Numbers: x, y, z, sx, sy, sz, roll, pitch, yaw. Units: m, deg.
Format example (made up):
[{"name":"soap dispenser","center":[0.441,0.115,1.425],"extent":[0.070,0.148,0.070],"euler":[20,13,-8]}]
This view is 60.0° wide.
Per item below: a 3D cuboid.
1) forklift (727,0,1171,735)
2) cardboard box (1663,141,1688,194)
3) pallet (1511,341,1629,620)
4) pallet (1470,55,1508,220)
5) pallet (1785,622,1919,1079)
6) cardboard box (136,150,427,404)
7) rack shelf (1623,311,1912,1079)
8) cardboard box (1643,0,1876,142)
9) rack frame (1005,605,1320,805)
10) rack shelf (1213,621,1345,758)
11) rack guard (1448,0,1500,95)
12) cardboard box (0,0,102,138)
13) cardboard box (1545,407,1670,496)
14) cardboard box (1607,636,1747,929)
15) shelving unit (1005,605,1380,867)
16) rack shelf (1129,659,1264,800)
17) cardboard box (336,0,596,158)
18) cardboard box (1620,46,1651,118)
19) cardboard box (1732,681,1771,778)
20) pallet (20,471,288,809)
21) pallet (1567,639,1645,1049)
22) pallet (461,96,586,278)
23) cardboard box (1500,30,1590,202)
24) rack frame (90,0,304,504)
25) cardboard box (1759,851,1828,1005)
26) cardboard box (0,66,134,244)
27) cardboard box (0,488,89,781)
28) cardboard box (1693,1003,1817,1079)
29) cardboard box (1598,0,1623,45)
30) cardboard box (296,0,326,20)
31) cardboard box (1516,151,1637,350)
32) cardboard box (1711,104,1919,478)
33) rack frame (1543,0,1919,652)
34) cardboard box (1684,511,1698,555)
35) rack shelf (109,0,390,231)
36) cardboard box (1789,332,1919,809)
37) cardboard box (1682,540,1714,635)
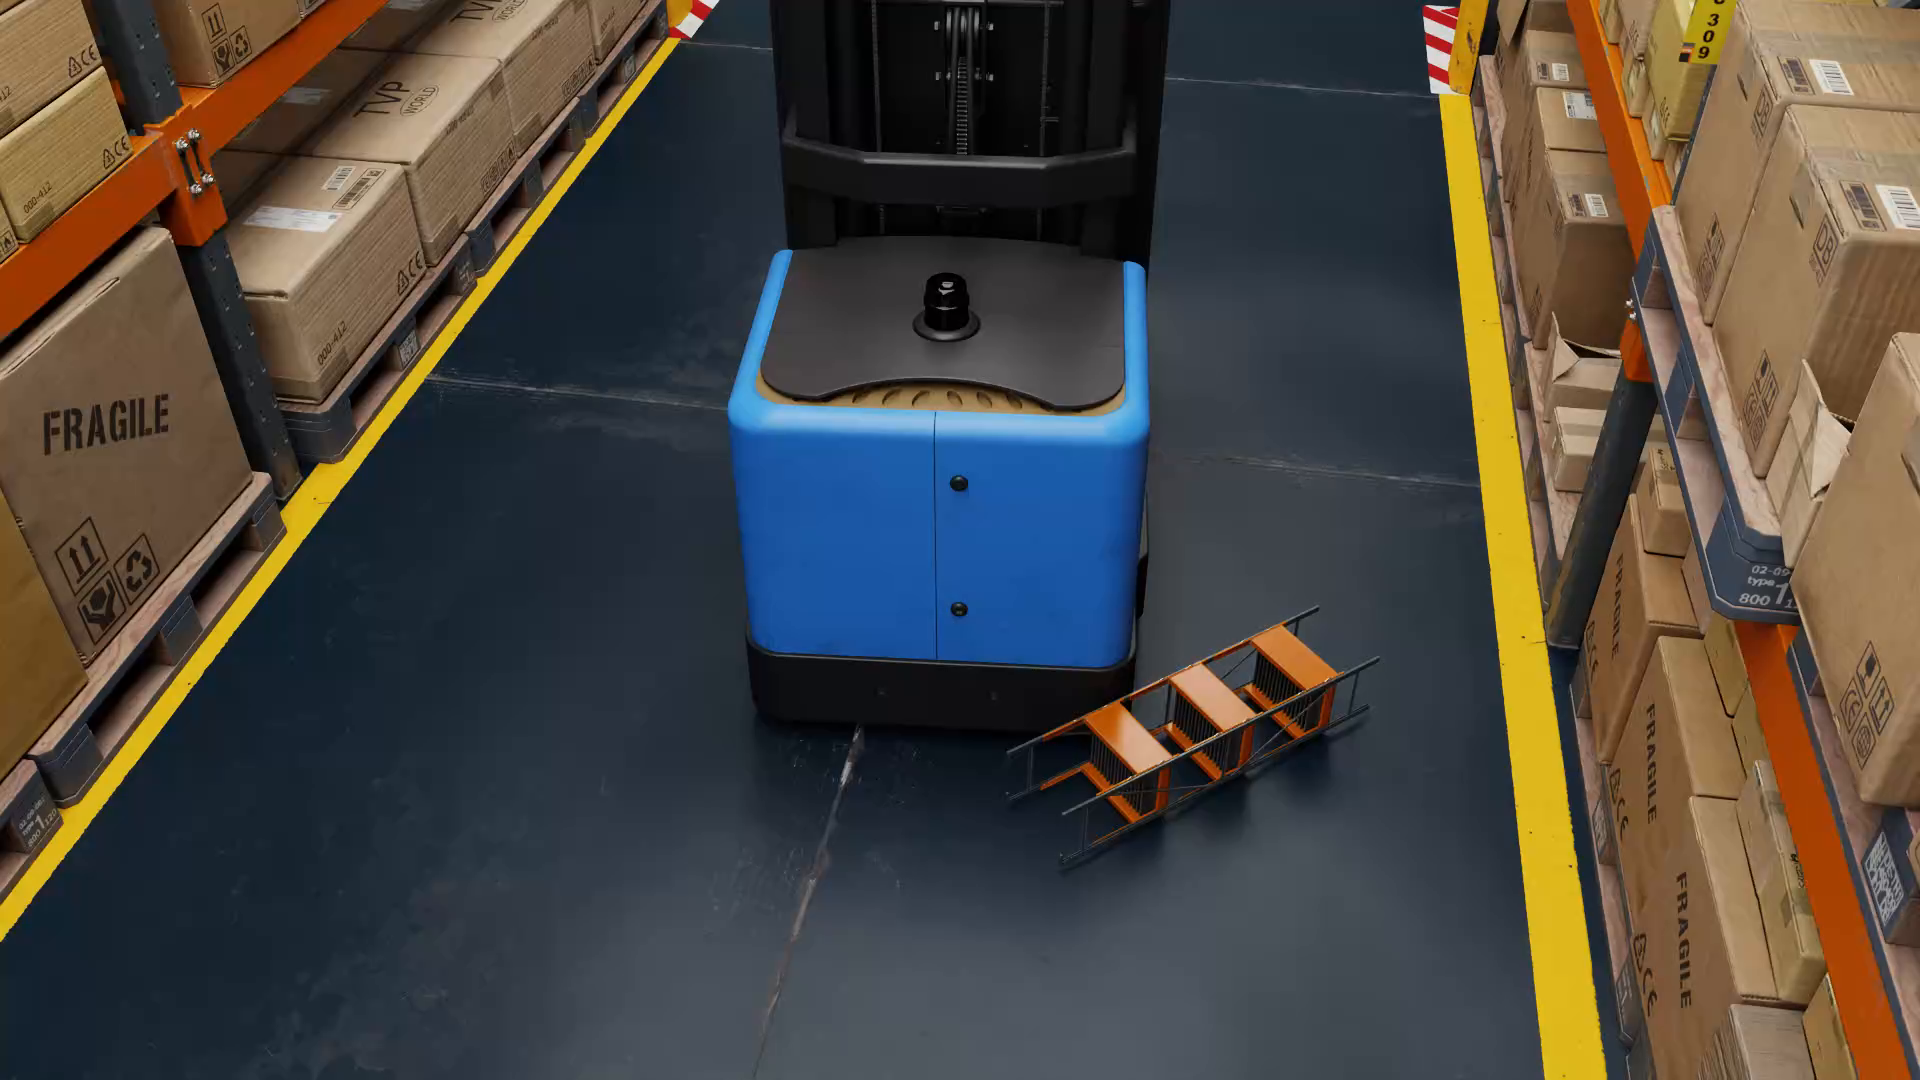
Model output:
[{"name":"forklift","center":[0.043,-1.527,4.797],"extent":[1.130,2.935,3.031],"euler":[3,40,3]},{"name":"cardboard box","center":[2.028,-0.954,4.247],"extent":[0.380,0.149,0.250],"euler":[7,40,8]},{"name":"pallet","center":[2.341,-0.179,5.301],"extent":[1.003,0.211,1.213],"euler":[6,40,8]},{"name":"pallet","center":[2.764,-1.710,7.153],"extent":[1.003,0.211,1.213],"euler":[6,40,8]},{"name":"pallet","center":[1.861,0.540,2.393],"extent":[1.003,0.211,1.213],"euler":[6,40,8]},{"name":"cardboard box","center":[-2.454,-0.924,5.695],"extent":[0.875,0.438,0.875],"euler":[6,40,7]},{"name":"rack shelf","center":[1.875,0.710,2.602],"extent":[1.077,0.370,4.000],"euler":[6,40,8]},{"name":"cardboard box","center":[2.069,-1.226,4.263],"extent":[0.500,0.250,0.500],"euler":[7,40,9]},{"name":"rack frame","center":[0.565,0.440,4.525],"extent":[1.050,0.200,0.008],"euler":[-22,44,-24]},{"name":"rack shelf","center":[0.861,0.413,4.558],"extent":[0.259,0.215,0.240],"euler":[-22,44,-24]},{"name":"rack guard","center":[2.901,-2.322,7.666],"extent":[1.175,0.500,0.348],"euler":[6,40,8]},{"name":"cardboard box","center":[-2.505,-1.199,4.072],"extent":[0.500,0.250,0.500],"euler":[6,40,8]},{"name":"cardboard box","center":[2.029,-0.268,5.128],"extent":[0.380,0.149,0.250],"euler":[5,40,6]},{"name":"cardboard box","center":[1.834,0.593,3.811],"extent":[0.500,0.500,0.500],"euler":[6,40,7]},{"name":"shelving unit","center":[0.630,0.506,4.445],"extent":[1.050,0.215,0.252],"euler":[-22,44,-24]},{"name":"rack shelf","center":[0.621,0.510,4.441],"extent":[0.259,0.215,0.240],"euler":[-22,44,-24]},{"name":"cardboard box","center":[-2.141,-2.052,7.059],"extent":[0.875,0.438,0.875],"euler":[7,40,9]},{"name":"cardboard box","center":[2.073,-1.286,4.648],"extent":[0.380,0.149,0.250],"euler":[7,40,9]},{"name":"cardboard box","center":[1.858,0.443,3.484],"extent":[0.380,0.149,0.250],"euler":[6,40,7]},{"name":"pallet","center":[-2.727,0.199,4.843],"extent":[1.003,0.211,1.213],"euler":[6,40,8]},{"name":"pallet","center":[2.118,0.767,4.157],"extent":[1.003,0.211,1.213],"euler":[6,40,8]},{"name":"pallet","center":[-2.250,-1.530,6.934],"extent":[1.003,0.211,1.213],"euler":[6,40,8]},{"name":"cardboard box","center":[2.528,-1.626,6.495],"extent":[0.700,0.500,0.500],"euler":[8,40,9]},{"name":"rack frame","center":[-2.668,-1.368,4.550],"extent":[1.000,3.000,0.127],"euler":[6,40,8]},{"name":"cardboard box","center":[1.733,0.751,3.111],"extent":[0.380,0.149,0.250],"euler":[8,40,9]},{"name":"cardboard box","center":[-2.497,-1.001,4.224],"extent":[0.500,0.250,0.500],"euler":[5,40,7]},{"name":"cardboard box","center":[-2.845,0.255,3.926],"extent":[0.875,0.875,0.875],"euler":[7,40,9]},{"name":"cardboard box","center":[1.647,1.230,3.040],"extent":[0.500,0.500,0.500],"euler":[5,40,6]},{"name":"cardboard box","center":[2.161,-1.611,5.041],"extent":[0.380,0.149,0.250],"euler":[6,40,7]},{"name":"cardboard box","center":[-2.238,-1.987,5.221],"extent":[0.500,0.500,0.500],"euler":[7,40,8]},{"name":"cardboard box","center":[2.349,-0.975,5.707],"extent":[0.700,0.500,0.500],"euler":[5,40,6]},{"name":"cardboard box","center":[1.828,-0.419,2.995],"extent":[0.700,0.500,0.500],"euler":[7,40,8]},{"name":"rack frame","center":[2.222,-0.823,3.891],"extent":[1.000,3.000,0.127],"euler":[6,40,8]},{"name":"cardboard box","center":[1.900,-0.022,3.812],"extent":[0.380,0.149,0.250],"euler":[5,40,6]},{"name":"rack shelf","center":[-2.322,-2.346,6.298],"extent":[1.077,0.370,4.000],"euler":[6,40,8]},{"name":"cardboard box","center":[1.692,0.073,2.399],"extent":[0.700,0.500,0.500],"euler":[6,40,7]},{"name":"cardboard box","center":[1.926,0.107,3.890],"extent":[0.380,0.149,0.250],"euler":[5,40,6]}]
